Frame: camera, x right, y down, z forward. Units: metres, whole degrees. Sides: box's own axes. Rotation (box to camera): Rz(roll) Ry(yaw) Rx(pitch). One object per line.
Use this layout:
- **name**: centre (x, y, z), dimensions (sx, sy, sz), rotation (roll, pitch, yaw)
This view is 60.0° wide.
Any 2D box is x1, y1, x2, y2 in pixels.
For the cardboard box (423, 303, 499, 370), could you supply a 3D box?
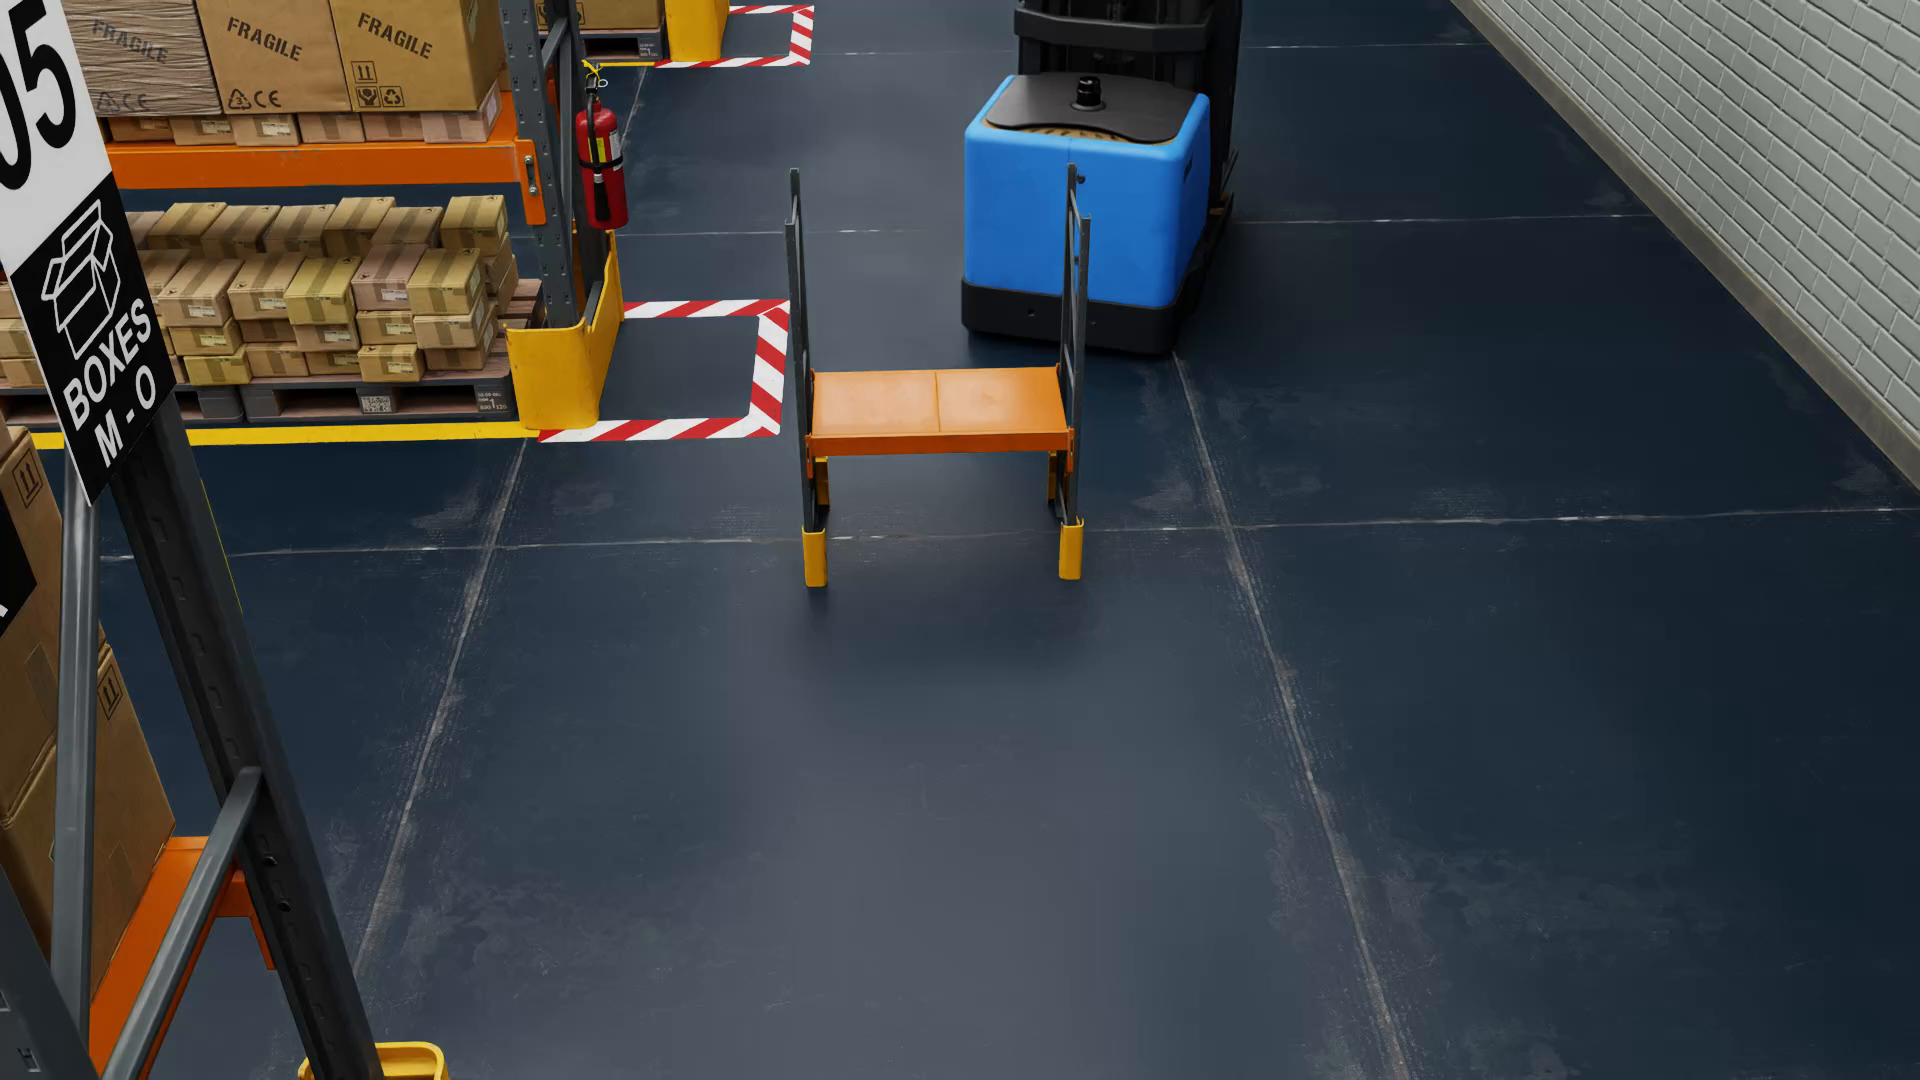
- **cardboard box**: centre (-2.277, -0.931, 7.595), dimensions (0.250, 0.149, 0.380), rotation (-1, 35, -1)

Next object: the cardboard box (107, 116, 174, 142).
- **cardboard box**: centre (-3.364, -1.806, 6.944), dimensions (0.250, 0.149, 0.380), rotation (-3, 35, -4)

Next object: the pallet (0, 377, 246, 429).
- **pallet**: centre (-3.866, -0.881, 7.838), dimensions (1.213, 0.211, 1.003), rotation (-2, 35, -2)

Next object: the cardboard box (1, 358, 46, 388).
- **cardboard box**: centre (-4.084, -0.841, 7.465), dimensions (0.250, 0.149, 0.380), rotation (-2, 35, -4)

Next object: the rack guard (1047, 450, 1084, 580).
- **rack guard**: centre (0.421, -0.114, 6.695), dimensions (0.087, 0.250, 0.587), rotation (-2, 35, -2)

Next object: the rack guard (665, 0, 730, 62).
- **rack guard**: centre (-1.871, -3.858, 11.885), dimensions (0.348, 0.500, 1.175), rotation (-2, 35, -2)

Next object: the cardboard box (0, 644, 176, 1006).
- **cardboard box**: centre (-1.919, 0.557, 3.222), dimensions (0.500, 0.500, 0.500), rotation (-2, 35, -3)

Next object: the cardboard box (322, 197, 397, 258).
- **cardboard box**: centre (-2.828, -1.477, 7.862), dimensions (0.250, 0.149, 0.380), rotation (-2, 35, -2)

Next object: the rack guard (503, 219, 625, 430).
- **rack guard**: centre (-1.837, -1.033, 7.804), dimensions (0.348, 0.500, 1.175), rotation (-2, 35, -2)

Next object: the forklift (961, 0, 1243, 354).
- **forklift**: centre (0.904, -2.926, 8.402), dimensions (1.130, 2.935, 3.031), rotation (9, 36, 13)

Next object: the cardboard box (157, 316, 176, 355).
- **cardboard box**: centre (-3.567, -0.977, 7.400), dimensions (0.250, 0.149, 0.380), rotation (0, 35, 0)

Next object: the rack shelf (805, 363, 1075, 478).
- **rack shelf**: centre (-0.085, -0.467, 6.422), dimensions (1.000, 0.185, 0.538), rotation (-2, 35, -2)

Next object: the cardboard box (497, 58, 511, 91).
- **cardboard box**: centre (-2.100, -2.137, 7.423), dimensions (0.250, 0.149, 0.380), rotation (-2, 35, -3)

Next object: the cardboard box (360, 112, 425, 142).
- **cardboard box**: centre (-2.324, -1.805, 6.943), dimensions (0.250, 0.149, 0.380), rotation (-2, 35, -2)

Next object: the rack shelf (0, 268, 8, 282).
- **rack shelf**: centre (-3.424, -0.136, 2.307), dimensions (4.000, 0.370, 1.077), rotation (-2, 35, -2)

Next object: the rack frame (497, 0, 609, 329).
- **rack frame**: centre (-1.761, -2.063, 7.095), dimensions (0.127, 3.000, 1.000), rotation (-2, 35, -2)

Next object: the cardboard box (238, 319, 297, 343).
- **cardboard box**: centre (-3.067, -1.046, 7.500), dimensions (0.250, 0.149, 0.380), rotation (-2, 35, -3)

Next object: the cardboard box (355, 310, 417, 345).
- **cardboard box**: centre (-2.538, -1.033, 7.481), dimensions (0.250, 0.149, 0.380), rotation (-2, 35, -3)

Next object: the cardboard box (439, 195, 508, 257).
- **cardboard box**: centre (-2.301, -1.487, 7.876), dimensions (0.250, 0.149, 0.380), rotation (-3, 35, -4)

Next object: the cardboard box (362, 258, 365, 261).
- **cardboard box**: centre (-2.813, -1.285, 7.846), dimensions (0.250, 0.149, 0.380), rotation (-1, 35, -2)

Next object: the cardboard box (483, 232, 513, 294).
- **cardboard box**: centre (-2.297, -1.318, 7.893), dimensions (0.250, 0.149, 0.380), rotation (0, 35, 0)

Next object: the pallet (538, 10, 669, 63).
- **pallet**: centre (-2.690, -3.672, 11.871), dimensions (1.213, 0.211, 1.003), rotation (-2, 35, -2)

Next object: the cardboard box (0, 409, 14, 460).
- **cardboard box**: centre (-1.794, -0.119, 2.749), dimensions (0.250, 0.149, 0.380), rotation (-1, 35, -1)

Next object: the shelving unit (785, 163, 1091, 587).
- **shelving unit**: centre (-0.076, -0.615, 6.320), dimensions (1.083, 1.500, 0.587), rotation (-2, 35, -2)

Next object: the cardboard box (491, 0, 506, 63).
- **cardboard box**: centre (-2.223, -2.371, 7.191), dimensions (0.500, 0.500, 0.500), rotation (0, 35, 0)

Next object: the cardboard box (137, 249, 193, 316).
- **cardboard box**: centre (-3.580, -1.143, 7.378), dimensions (0.250, 0.149, 0.380), rotation (-3, 35, -4)

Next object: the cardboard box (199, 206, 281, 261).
- **cardboard box**: centre (-3.349, -1.421, 7.781), dimensions (0.250, 0.149, 0.380), rotation (0, 35, 0)

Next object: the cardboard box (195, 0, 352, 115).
- **cardboard box**: centre (-2.713, -2.057, 6.737), dimensions (0.500, 0.500, 0.500), rotation (-2, 35, -3)

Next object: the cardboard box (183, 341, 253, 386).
- **cardboard box**: centre (-3.295, -0.851, 7.481), dimensions (0.250, 0.149, 0.380), rotation (-3, 35, -4)

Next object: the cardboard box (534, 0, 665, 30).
- **cardboard box**: centre (-2.530, -4.121, 11.568), dimensions (0.875, 0.875, 0.875), rotation (-2, 35, -2)

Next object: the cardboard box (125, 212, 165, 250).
- **cardboard box**: centre (-3.861, -1.379, 7.720), dimensions (0.250, 0.149, 0.380), rotation (-1, 35, -2)

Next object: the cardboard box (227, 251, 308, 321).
- **cardboard box**: centre (-3.046, -1.125, 7.354), dimensions (0.250, 0.149, 0.380), rotation (-3, 35, -4)

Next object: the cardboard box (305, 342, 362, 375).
- **cardboard box**: centre (-2.797, -0.908, 7.562), dimensions (0.250, 0.149, 0.380), rotation (-2, 35, -2)

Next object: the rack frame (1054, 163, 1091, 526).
- **rack frame**: centre (0.423, -0.628, 6.340), dimensions (0.032, 1.500, 0.500), rotation (-2, 35, -2)

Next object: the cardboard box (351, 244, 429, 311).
- **cardboard box**: centre (-2.532, -1.176, 7.426), dimensions (0.250, 0.149, 0.380), rotation (-1, 35, -1)

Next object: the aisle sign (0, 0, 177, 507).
- **aisle sign**: centre (-1.368, -0.488, 2.534), dimensions (0.004, 0.787, 0.394), rotation (-2, 35, -2)

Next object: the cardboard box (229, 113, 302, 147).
- **cardboard box**: centre (-2.827, -1.769, 6.892), dimensions (0.250, 0.149, 0.380), rotation (-1, 35, -1)
